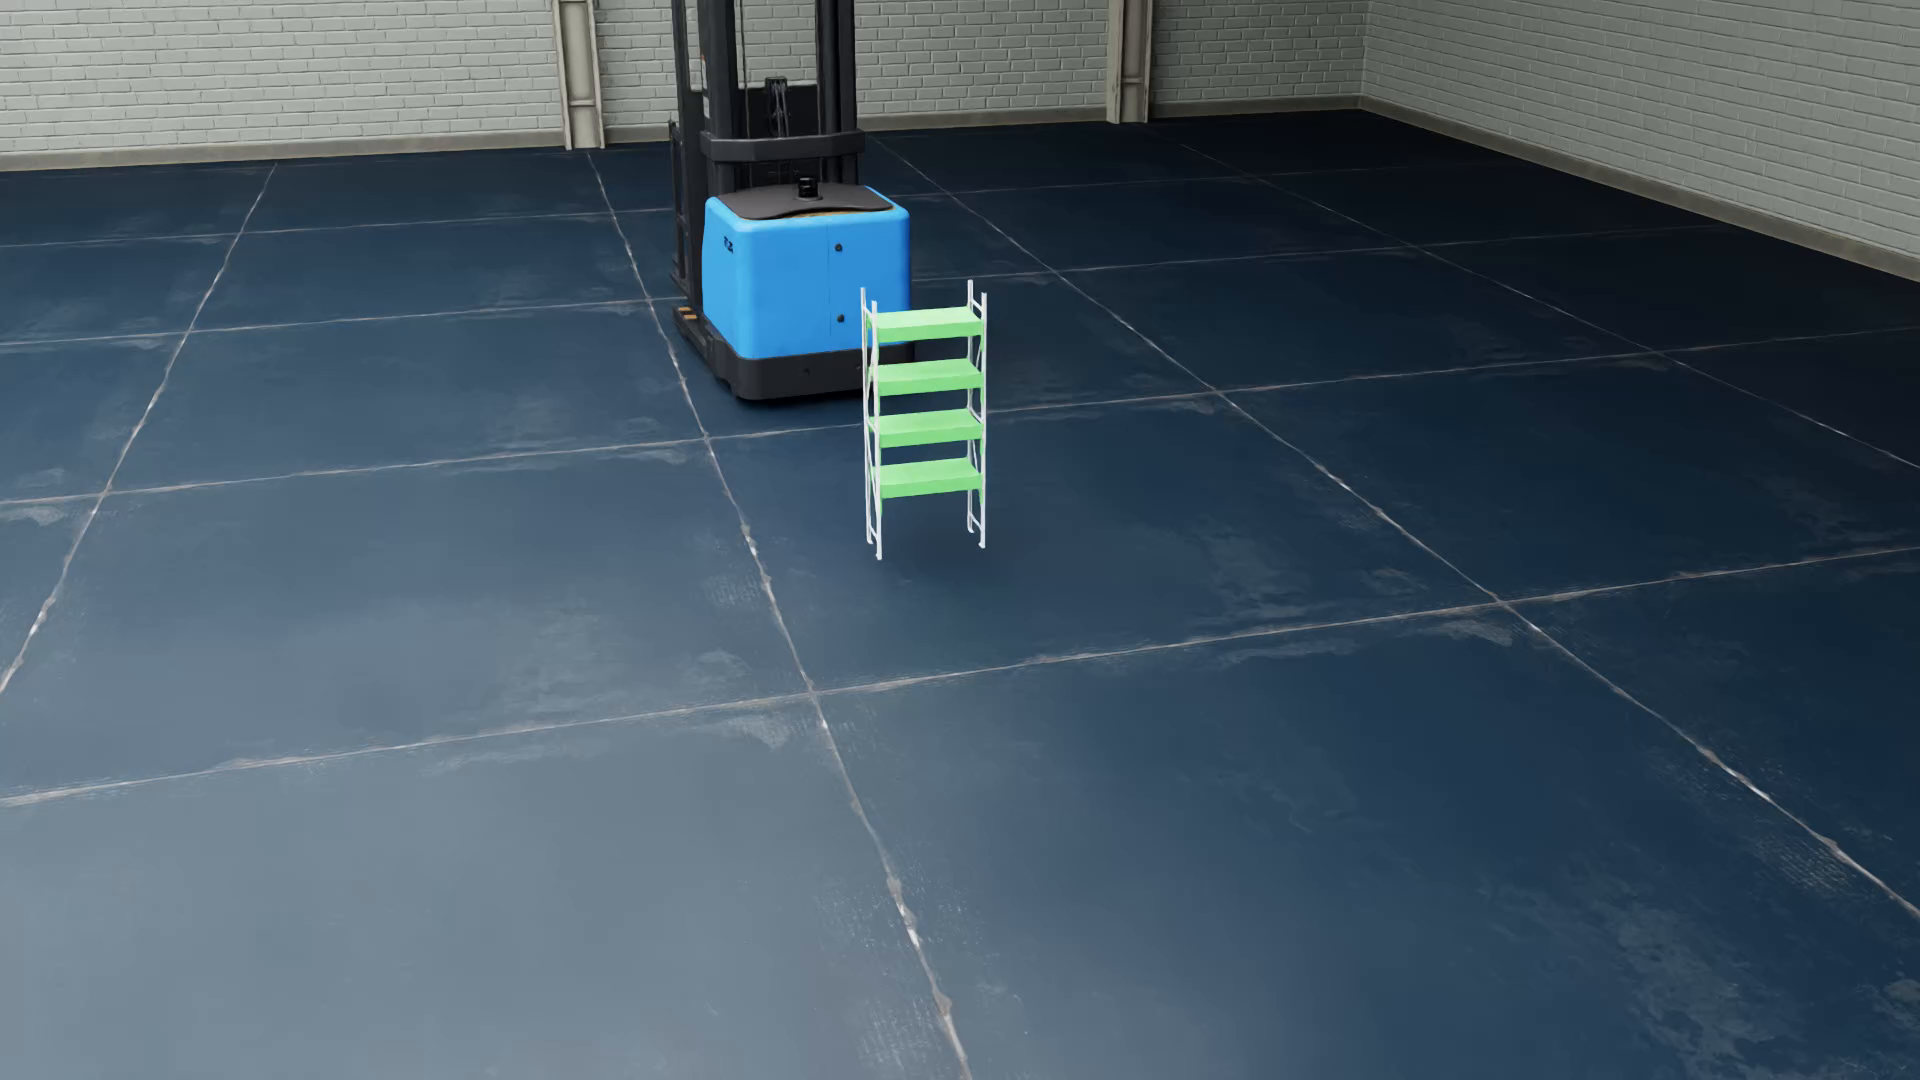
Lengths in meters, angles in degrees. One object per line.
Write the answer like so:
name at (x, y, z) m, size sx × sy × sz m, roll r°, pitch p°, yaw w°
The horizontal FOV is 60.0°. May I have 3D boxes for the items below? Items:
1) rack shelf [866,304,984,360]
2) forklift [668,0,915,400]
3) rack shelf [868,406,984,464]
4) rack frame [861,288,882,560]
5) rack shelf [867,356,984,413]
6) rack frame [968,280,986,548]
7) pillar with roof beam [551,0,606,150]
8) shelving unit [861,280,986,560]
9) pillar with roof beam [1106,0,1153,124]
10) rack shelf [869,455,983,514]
rack shelf at (-0.159, -0.916, 7.308) m, size 0.480 × 0.148 × 0.258 m, roll -6°, pitch 24°, yaw -14°
forklift at (-1.249, -2.691, 10.305) m, size 1.130 × 2.935 × 3.031 m, roll -8°, pitch 25°, yaw -18°
rack shelf at (-0.159, -0.475, 7.498) m, size 0.480 × 0.148 × 0.258 m, roll -6°, pitch 24°, yaw -14°
rack frame at (-0.394, -0.508, 7.412) m, size 0.015 × 1.200 × 0.240 m, roll -6°, pitch 24°, yaw -14°
rack shelf at (-0.159, -0.696, 7.403) m, size 0.480 × 0.148 × 0.258 m, roll -6°, pitch 24°, yaw -14°
rack frame at (0.076, -0.560, 7.533) m, size 0.015 × 1.200 × 0.240 m, roll -6°, pitch 24°, yaw -14°
pillar with roof beam at (-2.733, -6.590, 11.695) m, size 0.400 × 9.000 × 9.100 m, roll -6°, pitch 24°, yaw -14°
shelving unit at (-0.159, -0.534, 7.472) m, size 0.503 × 1.200 × 0.258 m, roll -6°, pitch 24°, yaw -14°
pillar with roof beam at (3.044, -7.229, 13.185) m, size 0.400 × 9.000 × 9.100 m, roll -6°, pitch 24°, yaw -14°
rack shelf at (-0.159, -0.254, 7.592) m, size 0.480 × 0.148 × 0.258 m, roll -6°, pitch 24°, yaw -14°
